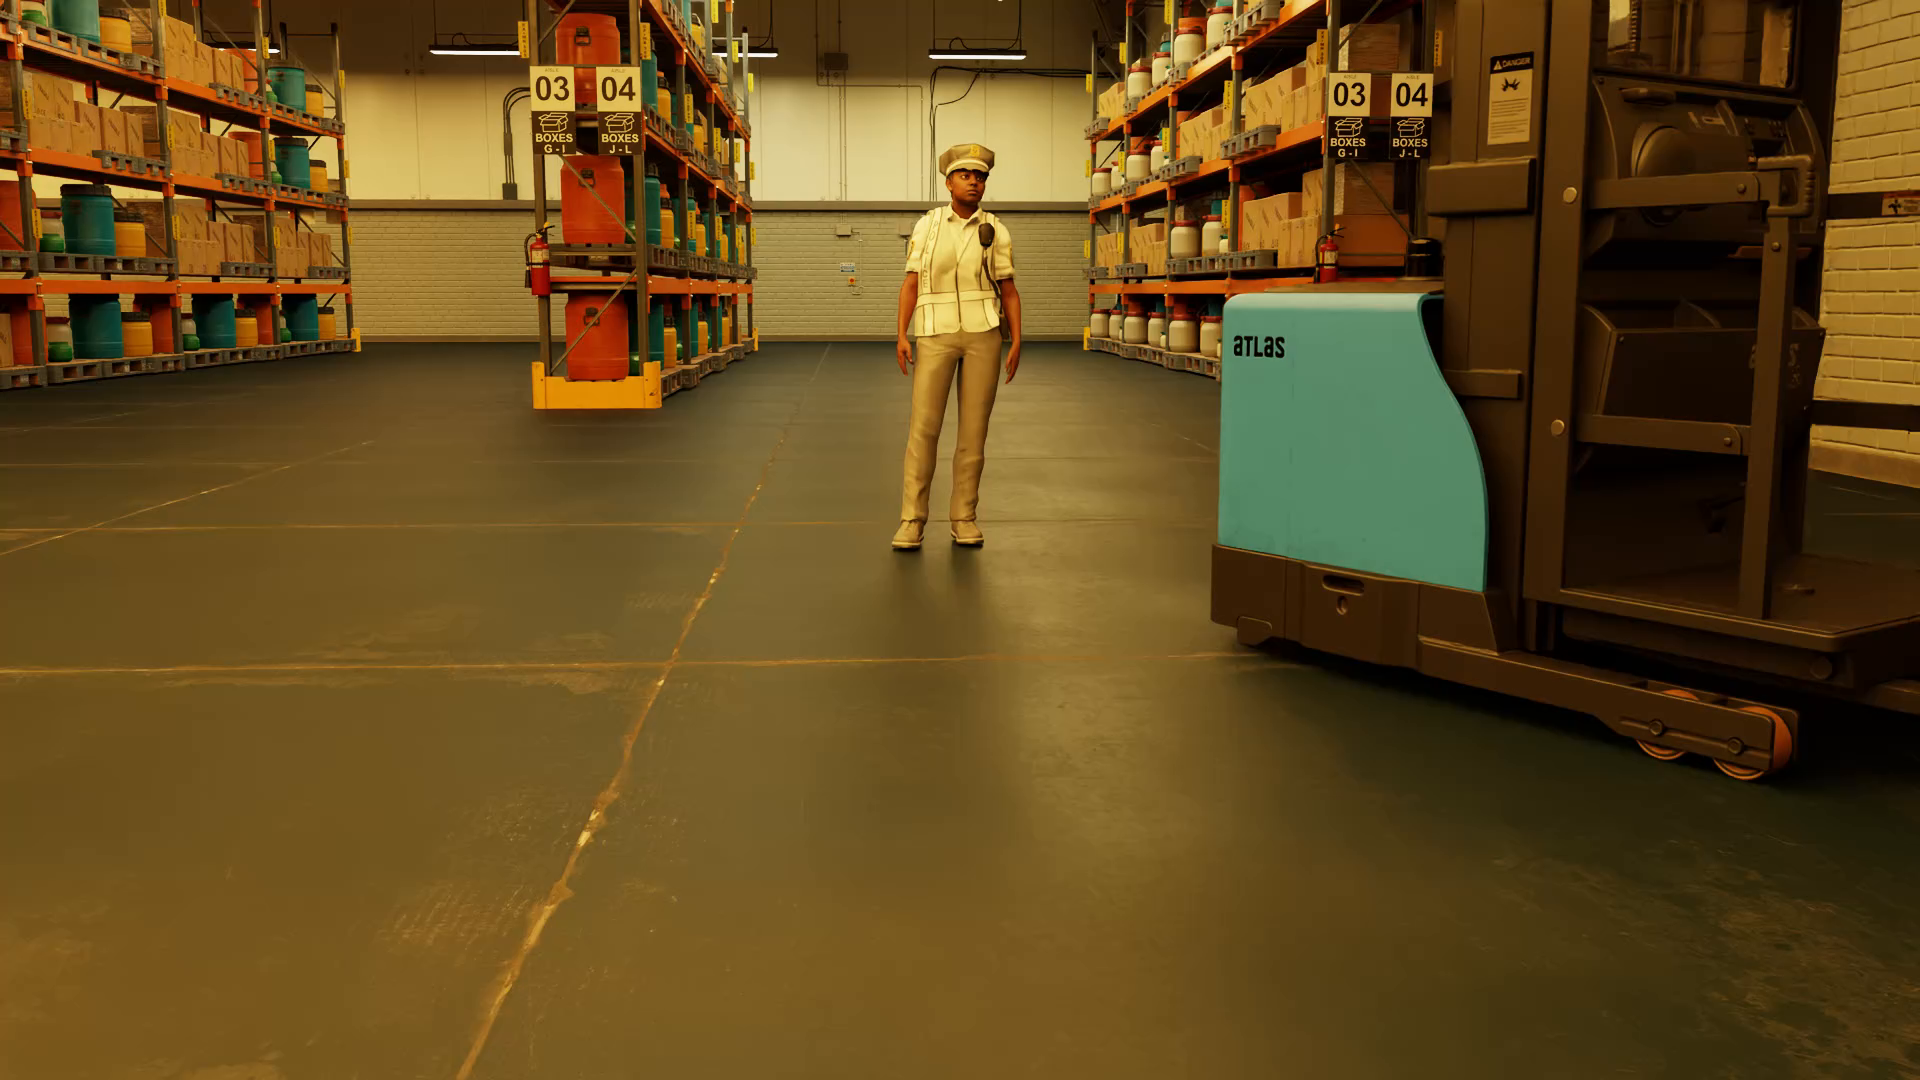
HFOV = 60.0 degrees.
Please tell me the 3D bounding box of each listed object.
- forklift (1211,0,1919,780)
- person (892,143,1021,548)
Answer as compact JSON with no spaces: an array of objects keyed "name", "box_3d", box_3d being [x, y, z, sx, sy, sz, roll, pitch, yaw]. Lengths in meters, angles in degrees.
[{"name":"forklift","box_3d":[2.021,-0.994,4.023,1.130,2.935,3.031,-6,10,-34]},{"name":"person","box_3d":[-0.015,-0.834,7.109,0.570,1.697,0.528,-1,8,-4]}]
